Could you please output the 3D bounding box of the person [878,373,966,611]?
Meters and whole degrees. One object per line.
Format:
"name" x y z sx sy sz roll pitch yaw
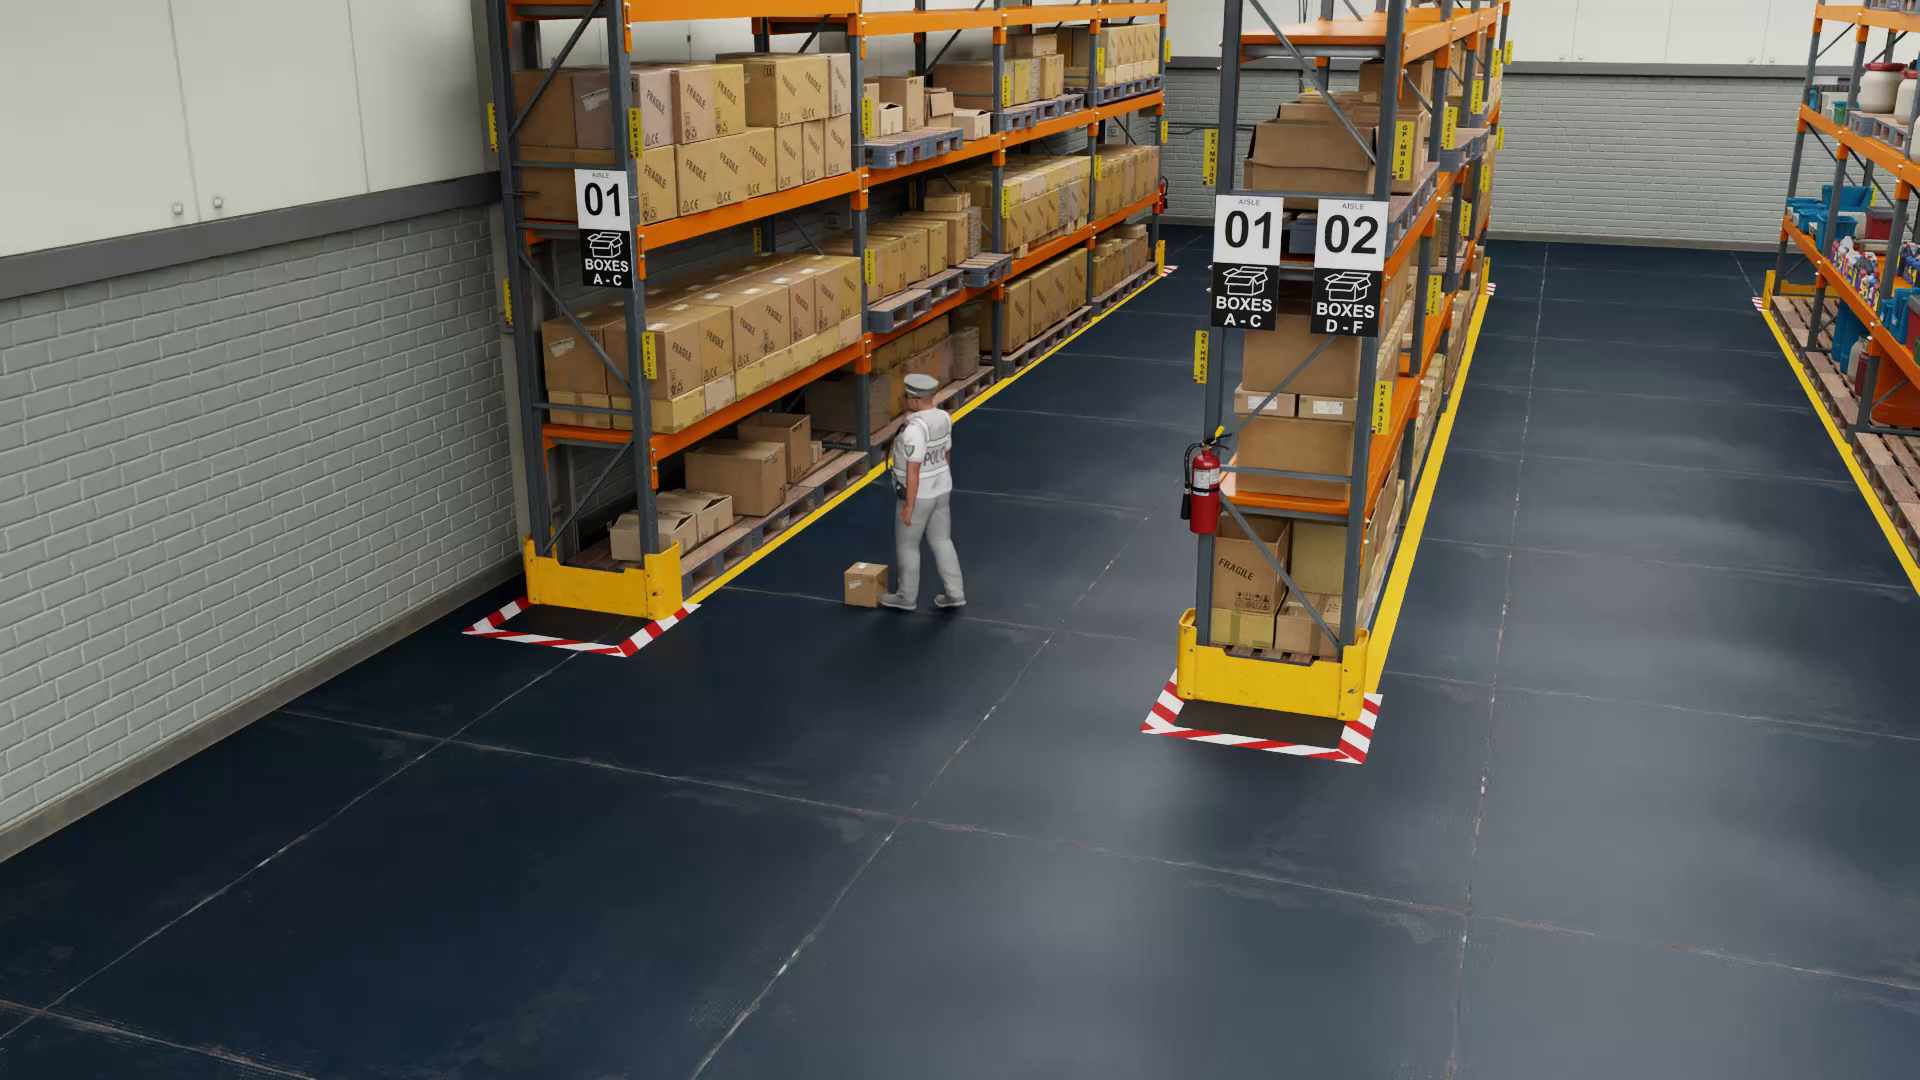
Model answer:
"person" -0.277 -0.335 12.023 0.667 1.752 0.553 13 22 33
